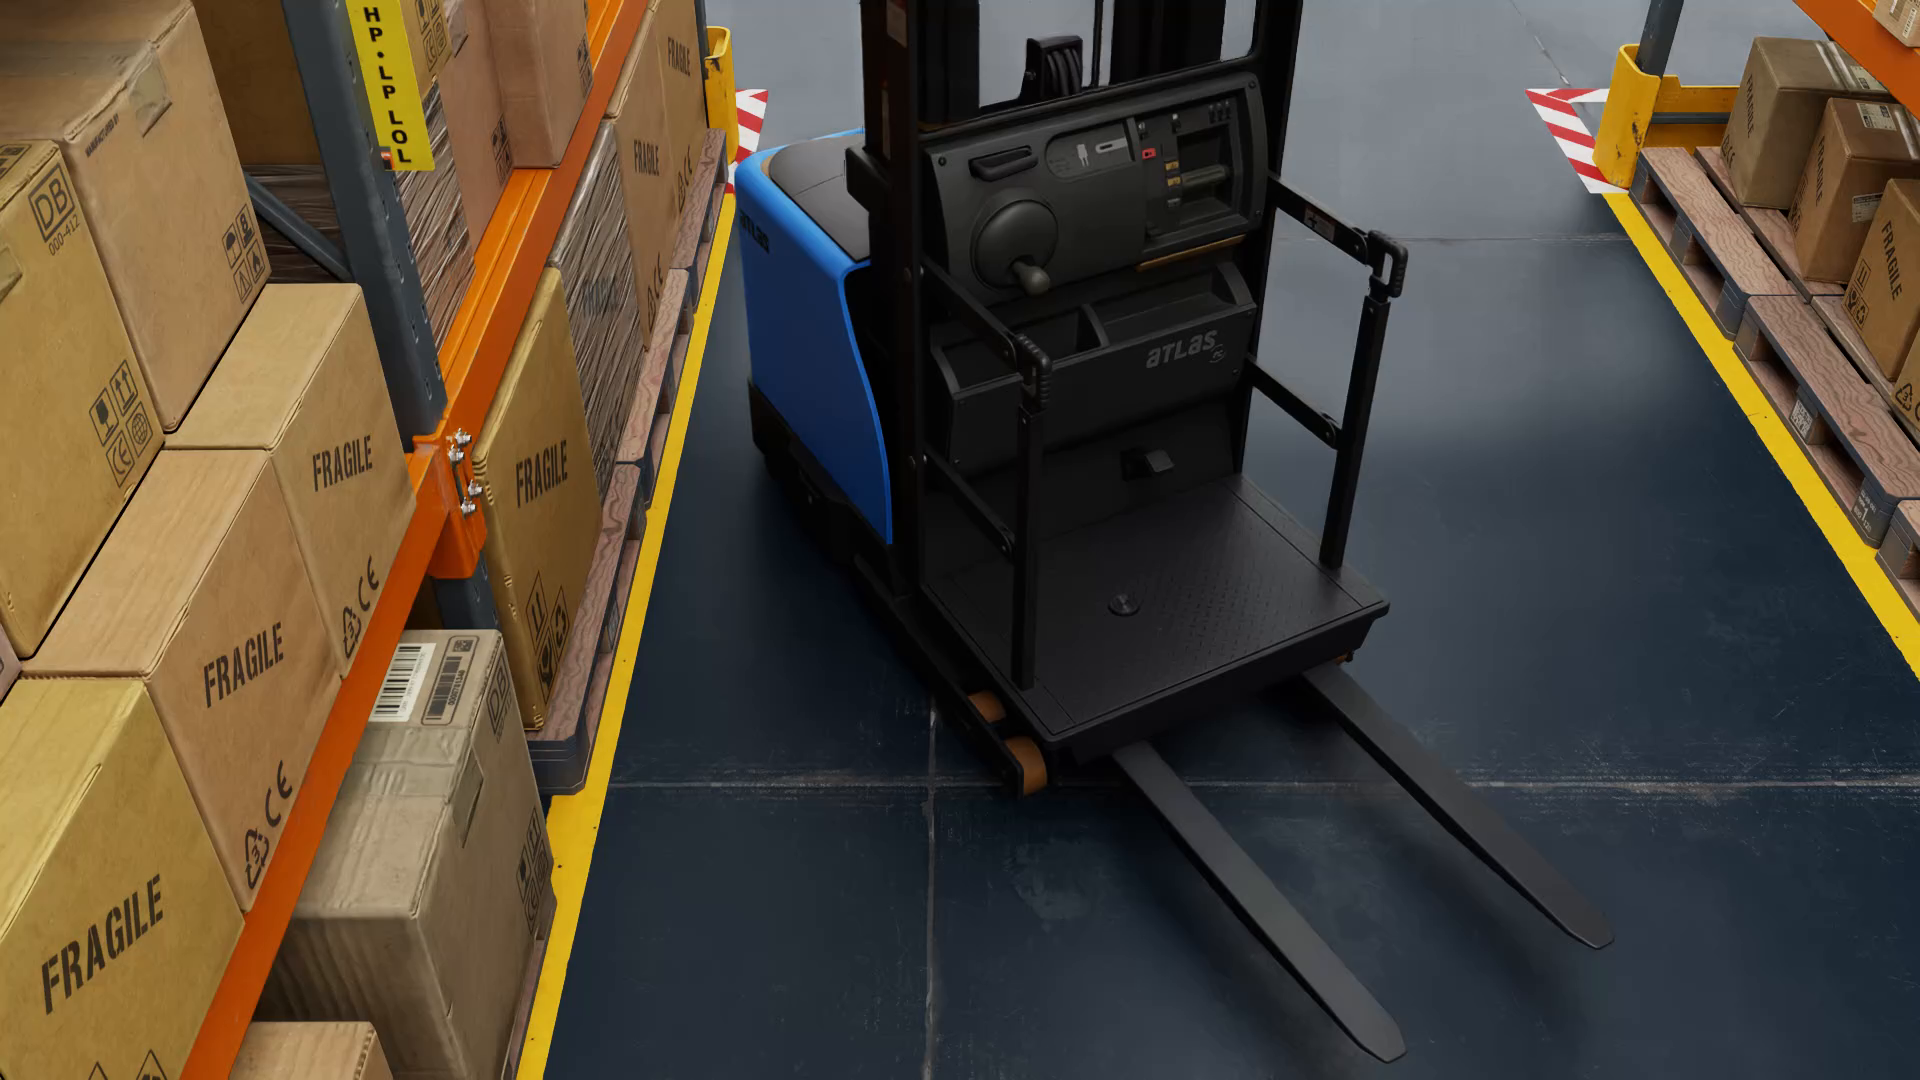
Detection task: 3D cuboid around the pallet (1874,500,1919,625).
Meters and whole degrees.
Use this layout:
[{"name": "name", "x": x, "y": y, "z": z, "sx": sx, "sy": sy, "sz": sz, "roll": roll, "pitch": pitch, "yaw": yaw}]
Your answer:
[{"name": "pallet", "x": 3.349, "y": 0.336, "z": 4.662, "sx": 1.003, "sy": 0.211, "sz": 1.213, "roll": 0, "pitch": 39, "yaw": 0}]

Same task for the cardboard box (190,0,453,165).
[{"name": "cardboard box", "x": -1.541, "y": -1.103, "z": 3.244, "sx": 0.875, "sy": 0.550, "sz": 0.550, "roll": 0, "pitch": 39, "yaw": 0}]

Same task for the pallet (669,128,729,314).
[{"name": "pallet", "x": -1.501, "y": -1.305, "z": 6.710, "sx": 1.003, "sy": 0.211, "sz": 1.213, "roll": 0, "pitch": 39, "yaw": 0}]

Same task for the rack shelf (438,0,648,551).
[{"name": "rack shelf", "x": -1.578, "y": -1.362, "z": 5.126, "sx": 1.077, "sy": 0.370, "sz": 4.000, "roll": 0, "pitch": 39, "yaw": 0}]

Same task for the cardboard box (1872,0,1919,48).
[{"name": "cardboard box", "x": 3.047, "y": -1.619, "z": 5.073, "sx": 0.380, "sy": 0.149, "sz": 0.250, "roll": 0, "pitch": 39, "yaw": 0}]

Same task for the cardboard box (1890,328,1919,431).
[{"name": "cardboard box", "x": 3.337, "y": -0.518, "z": 5.160, "sx": 0.500, "sy": 0.500, "sz": 0.500, "roll": -3, "pitch": 39, "yaw": -4}]

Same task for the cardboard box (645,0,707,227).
[{"name": "cardboard box", "x": -1.513, "y": -1.804, "z": 6.466, "sx": 0.875, "sy": 0.875, "sz": 0.875, "roll": 0, "pitch": 39, "yaw": 0}]

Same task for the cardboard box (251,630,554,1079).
[{"name": "cardboard box", "x": -1.485, "y": 0.710, "z": 3.429, "sx": 1.050, "sy": 0.750, "sz": 0.750, "roll": 0, "pitch": 39, "yaw": 0}]

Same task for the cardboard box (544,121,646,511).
[{"name": "cardboard box", "x": -1.511, "y": -0.684, "z": 5.068, "sx": 0.875, "sy": 0.875, "sz": 0.875, "roll": 0, "pitch": 39, "yaw": 0}]

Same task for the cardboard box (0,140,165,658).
[{"name": "cardboard box", "x": -1.566, "y": -0.189, "z": 2.208, "sx": 0.700, "sy": 0.500, "sz": 0.500, "roll": -1, "pitch": 39, "yaw": -1}]

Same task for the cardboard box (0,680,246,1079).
[{"name": "cardboard box", "x": -1.306, "y": 0.527, "z": 2.114, "sx": 0.500, "sy": 0.500, "sz": 0.500, "roll": 0, "pitch": 39, "yaw": 0}]

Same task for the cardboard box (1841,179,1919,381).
[{"name": "cardboard box", "x": 3.381, "y": -0.867, "z": 5.596, "sx": 0.500, "sy": 0.500, "sz": 0.500, "roll": 3, "pitch": 39, "yaw": 4}]

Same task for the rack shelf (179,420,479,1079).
[{"name": "rack shelf", "x": -1.573, "y": 1.139, "z": 2.005, "sx": 1.077, "sy": 0.370, "sz": 4.000, "roll": 0, "pitch": 39, "yaw": 0}]

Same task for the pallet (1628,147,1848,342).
[{"name": "pallet", "x": 3.346, "y": -1.190, "z": 6.566, "sx": 1.003, "sy": 0.211, "sz": 1.213, "roll": 0, "pitch": 39, "yaw": 0}]

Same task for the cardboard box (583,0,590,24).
[{"name": "cardboard box", "x": -1.595, "y": -1.695, "z": 4.846, "sx": 0.875, "sy": 0.550, "sz": 0.500, "roll": 0, "pitch": 39, "yaw": 0}]

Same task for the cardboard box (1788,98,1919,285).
[{"name": "cardboard box", "x": 3.399, "y": -1.258, "z": 6.084, "sx": 0.500, "sy": 0.500, "sz": 0.500, "roll": 10, "pitch": 40, "yaw": 12}]

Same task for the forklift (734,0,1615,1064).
[{"name": "forklift", "x": 0.461, "y": -0.793, "z": 3.896, "sx": 1.130, "sy": 2.935, "sz": 3.031, "roll": -19, "pitch": 42, "yaw": -22}]

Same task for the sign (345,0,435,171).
[{"name": "sign", "x": -1.033, "y": -0.820, "z": 3.012, "sx": 0.100, "sy": 0.325, "sz": 0.005, "roll": 0, "pitch": 39, "yaw": 0}]

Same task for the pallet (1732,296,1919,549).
[{"name": "pallet", "x": 3.344, "y": -0.429, "z": 5.617, "sx": 1.003, "sy": 0.211, "sz": 1.213, "roll": 0, "pitch": 39, "yaw": 0}]

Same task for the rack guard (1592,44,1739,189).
[{"name": "rack guard", "x": 3.380, "y": -1.811, "z": 7.110, "sx": 1.175, "sy": 0.500, "sz": 0.348, "roll": 0, "pitch": 39, "yaw": 0}]

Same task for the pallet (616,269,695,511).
[{"name": "pallet", "x": -1.502, "y": -0.544, "z": 5.761, "sx": 1.003, "sy": 0.211, "sz": 1.213, "roll": 0, "pitch": 39, "yaw": 0}]

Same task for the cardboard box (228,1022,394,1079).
[{"name": "cardboard box", "x": -1.487, "y": 1.313, "z": 2.676, "sx": 1.050, "sy": 0.750, "sz": 0.750, "roll": 0, "pitch": 39, "yaw": 0}]

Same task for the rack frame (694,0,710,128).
[{"name": "rack frame", "x": -1.580, "y": -2.894, "z": 6.462, "sx": 1.000, "sy": 3.000, "sz": 0.127, "roll": 0, "pitch": 39, "yaw": 0}]

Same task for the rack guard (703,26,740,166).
[{"name": "rack guard", "x": -1.580, "y": -1.933, "z": 7.263, "sx": 1.175, "sy": 0.500, "sz": 0.348, "roll": 0, "pitch": 39, "yaw": 0}]

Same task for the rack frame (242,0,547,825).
[{"name": "rack frame", "x": -1.575, "y": -0.392, "z": 3.341, "sx": 1.000, "sy": 3.000, "sz": 0.127, "roll": 0, "pitch": 39, "yaw": 0}]

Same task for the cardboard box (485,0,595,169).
[{"name": "cardboard box", "x": -1.494, "y": -1.363, "z": 4.432, "sx": 0.875, "sy": 0.550, "sz": 0.550, "roll": 0, "pitch": 39, "yaw": 0}]

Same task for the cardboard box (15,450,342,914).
[{"name": "cardboard box", "x": -1.307, "y": 0.211, "z": 2.508, "sx": 0.500, "sy": 0.500, "sz": 0.500, "roll": 0, "pitch": 39, "yaw": -1}]

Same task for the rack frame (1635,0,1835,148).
[{"name": "rack frame", "x": 3.380, "y": -2.834, "z": 6.388, "sx": 1.000, "sy": 3.000, "sz": 0.127, "roll": 0, "pitch": 39, "yaw": 0}]

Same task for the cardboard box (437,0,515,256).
[{"name": "cardboard box", "x": -1.611, "y": -1.025, "z": 4.011, "sx": 0.875, "sy": 0.550, "sz": 0.550, "roll": 0, "pitch": 39, "yaw": 0}]

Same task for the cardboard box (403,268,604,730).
[{"name": "cardboard box", "x": -1.506, "y": -0.120, "z": 4.365, "sx": 0.875, "sy": 0.875, "sz": 0.875, "roll": 1, "pitch": 39, "yaw": 1}]

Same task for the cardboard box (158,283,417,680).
[{"name": "cardboard box", "x": -1.307, "y": -0.105, "z": 2.903, "sx": 0.500, "sy": 0.500, "sz": 0.500, "roll": 0, "pitch": 39, "yaw": 0}]

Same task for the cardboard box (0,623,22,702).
[{"name": "cardboard box", "x": -1.566, "y": 0.127, "z": 1.814, "sx": 0.700, "sy": 0.500, "sz": 0.500, "roll": 0, "pitch": 39, "yaw": 0}]

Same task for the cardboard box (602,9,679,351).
[{"name": "cardboard box", "x": -1.510, "y": -1.254, "z": 5.780, "sx": 0.875, "sy": 0.875, "sz": 0.875, "roll": -1, "pitch": 39, "yaw": -1}]

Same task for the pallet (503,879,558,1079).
[{"name": "pallet", "x": -1.499, "y": 1.178, "z": 3.611, "sx": 1.003, "sy": 0.211, "sz": 1.213, "roll": 0, "pitch": 39, "yaw": 0}]

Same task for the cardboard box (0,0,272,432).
[{"name": "cardboard box", "x": -1.569, "y": -0.511, "z": 2.609, "sx": 0.700, "sy": 0.500, "sz": 0.500, "roll": -1, "pitch": 39, "yaw": -1}]

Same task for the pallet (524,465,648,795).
[{"name": "pallet", "x": -1.498, "y": 0.220, "z": 4.806, "sx": 1.003, "sy": 0.211, "sz": 1.213, "roll": 0, "pitch": 39, "yaw": 0}]

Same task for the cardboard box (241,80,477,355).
[{"name": "cardboard box", "x": -1.588, "y": -0.681, "z": 3.582, "sx": 0.875, "sy": 0.550, "sz": 0.550, "roll": 0, "pitch": 39, "yaw": 0}]

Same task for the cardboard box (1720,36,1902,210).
[{"name": "cardboard box", "x": 3.364, "y": -1.632, "z": 6.551, "sx": 0.500, "sy": 0.500, "sz": 0.500, "roll": 7, "pitch": 39, "yaw": 8}]
